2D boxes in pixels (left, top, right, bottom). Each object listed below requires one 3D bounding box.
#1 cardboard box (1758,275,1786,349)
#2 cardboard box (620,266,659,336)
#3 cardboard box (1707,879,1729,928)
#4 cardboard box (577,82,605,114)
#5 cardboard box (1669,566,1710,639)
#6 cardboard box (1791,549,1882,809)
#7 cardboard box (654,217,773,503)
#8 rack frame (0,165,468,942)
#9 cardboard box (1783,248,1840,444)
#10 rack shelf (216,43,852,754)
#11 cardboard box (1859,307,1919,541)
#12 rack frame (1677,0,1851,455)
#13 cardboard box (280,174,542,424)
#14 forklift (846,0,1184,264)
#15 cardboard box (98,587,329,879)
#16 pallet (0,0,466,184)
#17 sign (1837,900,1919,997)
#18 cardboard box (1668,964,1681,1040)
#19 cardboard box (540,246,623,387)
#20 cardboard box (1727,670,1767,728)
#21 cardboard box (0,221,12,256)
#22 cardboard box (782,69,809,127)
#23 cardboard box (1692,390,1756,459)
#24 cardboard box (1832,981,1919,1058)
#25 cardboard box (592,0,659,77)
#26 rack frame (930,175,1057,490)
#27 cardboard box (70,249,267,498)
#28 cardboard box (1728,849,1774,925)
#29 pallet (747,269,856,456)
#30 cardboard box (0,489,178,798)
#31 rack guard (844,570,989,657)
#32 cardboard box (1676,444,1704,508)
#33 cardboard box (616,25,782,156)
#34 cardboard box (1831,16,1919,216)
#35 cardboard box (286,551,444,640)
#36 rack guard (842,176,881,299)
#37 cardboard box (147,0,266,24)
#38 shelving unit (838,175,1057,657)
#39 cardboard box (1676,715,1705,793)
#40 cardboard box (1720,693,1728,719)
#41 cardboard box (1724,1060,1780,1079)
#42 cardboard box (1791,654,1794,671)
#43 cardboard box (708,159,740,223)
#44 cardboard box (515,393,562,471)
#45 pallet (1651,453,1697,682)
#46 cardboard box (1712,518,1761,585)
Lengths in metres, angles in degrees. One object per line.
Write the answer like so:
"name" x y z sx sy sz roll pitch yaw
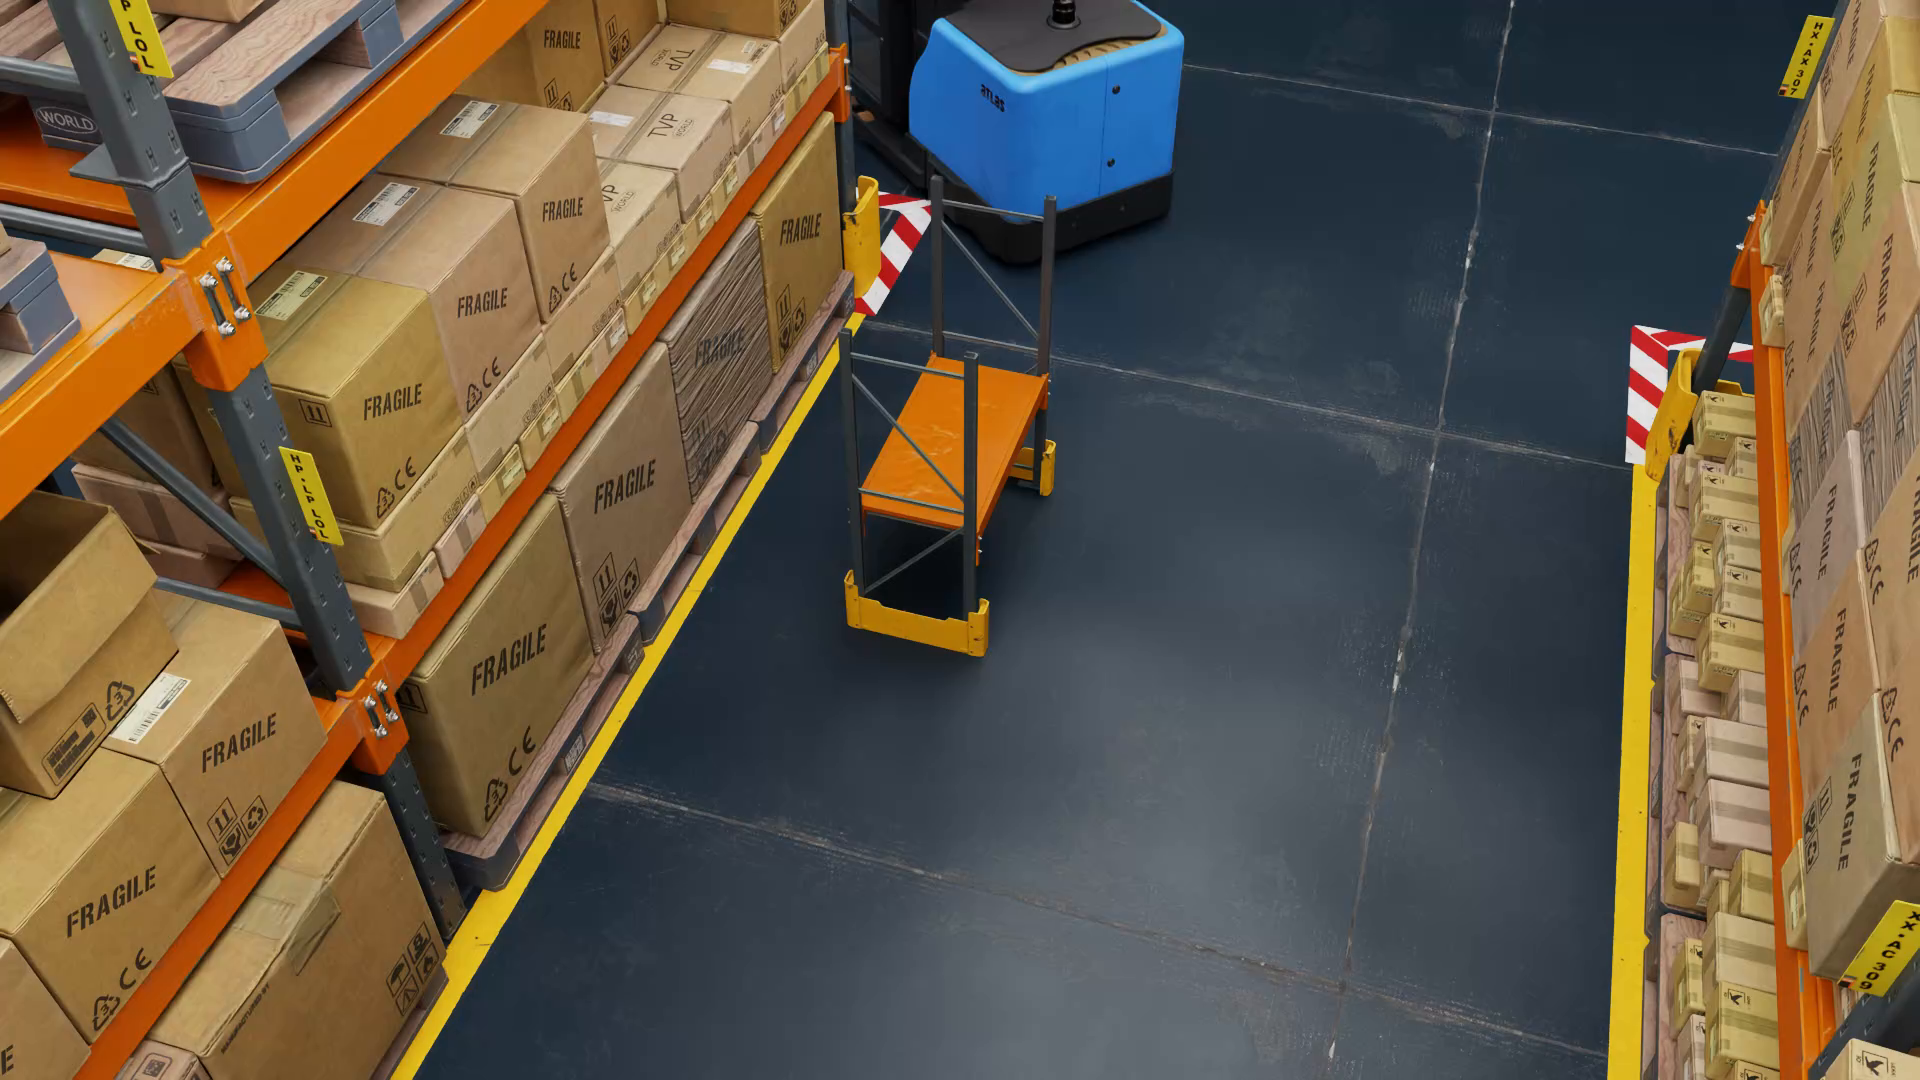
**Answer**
"cardboard box" 3.111 -0.800 6.002 0.380 0.149 0.250 11 46 11
"cardboard box" -1.340 -0.911 6.115 0.380 0.149 0.250 11 46 11
"cardboard box" 2.576 1.257 5.245 0.380 0.149 0.250 13 46 13
"cardboard box" -1.715 -1.609 6.543 0.500 0.250 0.500 11 45 11
"cardboard box" 2.976 0.273 6.463 0.380 0.149 0.250 13 46 13
"cardboard box" 2.515 0.413 4.298 0.500 0.500 0.500 11 46 11
"cardboard box" -1.398 -0.842 7.083 0.875 0.875 0.875 13 46 13
"rack frame" -2.217 0.165 4.835 1.000 3.000 0.127 13 46 13
"cardboard box" 2.994 -0.598 5.332 0.500 0.500 0.500 13 46 13
"rack shelf" -1.611 -0.911 6.449 1.077 0.370 4.000 13 46 13
"cardboard box" 2.684 -0.271 4.282 0.500 0.500 0.500 14 46 14
"rack frame" 3.691 -1.383 6.418 1.000 3.000 0.127 13 46 13
"cardboard box" -1.671 -0.747 5.126 0.500 0.500 0.500 13 46 13
"forklift" -0.070 -3.473 8.603 1.130 2.935 3.031 -23 49 -22
"cardboard box" -2.098 0.499 4.423 0.500 0.500 0.500 13 46 13
"pallet" -1.959 -1.418 4.372 1.003 0.211 1.213 13 46 13
"sign" 1.960 0.864 3.502 0.100 0.325 0.005 13 46 13
"cardboard box" 2.451 1.473 5.237 0.380 0.149 0.250 11 45 11
"cardboard box" -1.518 -0.822 5.739 0.500 0.250 0.500 14 46 13
"cardboard box" 2.844 0.620 5.684 0.380 0.149 0.250 13 46 13
"cardboard box" -2.383 -0.704 3.207 0.700 0.500 0.500 14 46 13
"cardboard box" -0.876 -1.930 7.157 0.380 0.149 0.250 13 46 13
"cardboard box" 3.209 -0.450 6.776 0.380 0.149 0.250 11 45 11
"cardboard box" 2.343 1.133 4.026 0.380 0.149 0.250 12 46 12
"cardboard box" -1.559 -2.226 6.637 0.500 0.500 0.500 12 46 12
"rack frame" 0.128 -0.818 6.913 0.500 1.500 0.032 13 46 13
"cardboard box" -2.332 -0.519 4.893 0.500 0.500 0.500 14 46 14
"cardboard box" 2.601 1.145 5.147 0.380 0.149 0.250 14 46 14
"pallet" -1.173 -0.955 7.974 1.003 0.211 1.213 13 46 13
"cardboard box" -2.402 0.199 4.013 0.797 0.503 0.637 11 46 11
"rack guard" -0.174 0.293 6.670 0.587 0.250 0.087 13 46 13
"cardboard box" 3.227 -0.233 6.980 0.380 0.149 0.250 13 46 13
"cardboard box" -1.053 -1.836 6.776 0.500 0.250 0.500 12 46 12
"cardboard box" 3.155 -1.302 5.336 0.500 0.500 0.500 14 46 14
"cardboard box" -1.810 0.128 5.053 0.380 0.149 0.250 13 46 13
"rack guard" -0.998 -1.624 8.451 1.175 0.500 0.348 13 46 13
"cardboard box" -2.037 -1.663 4.116 0.700 0.500 0.500 10 45 10
"shelving unit" -0.023 -0.485 6.573 0.587 1.500 1.083 13 46 13
"cardboard box" 2.772 0.801 5.924 0.380 0.149 0.250 13 46 13
"cardboard box" 2.948 0.561 5.956 0.380 0.149 0.250 15 46 15
"cardboard box" 2.339 1.647 4.634 0.380 0.149 0.250 14 46 14
"cardboard box" 2.611 0.419 4.756 0.380 0.149 0.250 11 45 11
"cardboard box" -1.107 -1.423 6.638 0.380 0.149 0.250 12 46 12
"cardboard box" -1.573 -0.398 5.591 0.380 0.149 0.250 11 46 11
"pallet" 3.388 0.198 6.795 1.003 0.211 1.213 13 46 13
"cardboard box" 3.045 0.083 6.232 0.380 0.149 0.250 10 45 11
